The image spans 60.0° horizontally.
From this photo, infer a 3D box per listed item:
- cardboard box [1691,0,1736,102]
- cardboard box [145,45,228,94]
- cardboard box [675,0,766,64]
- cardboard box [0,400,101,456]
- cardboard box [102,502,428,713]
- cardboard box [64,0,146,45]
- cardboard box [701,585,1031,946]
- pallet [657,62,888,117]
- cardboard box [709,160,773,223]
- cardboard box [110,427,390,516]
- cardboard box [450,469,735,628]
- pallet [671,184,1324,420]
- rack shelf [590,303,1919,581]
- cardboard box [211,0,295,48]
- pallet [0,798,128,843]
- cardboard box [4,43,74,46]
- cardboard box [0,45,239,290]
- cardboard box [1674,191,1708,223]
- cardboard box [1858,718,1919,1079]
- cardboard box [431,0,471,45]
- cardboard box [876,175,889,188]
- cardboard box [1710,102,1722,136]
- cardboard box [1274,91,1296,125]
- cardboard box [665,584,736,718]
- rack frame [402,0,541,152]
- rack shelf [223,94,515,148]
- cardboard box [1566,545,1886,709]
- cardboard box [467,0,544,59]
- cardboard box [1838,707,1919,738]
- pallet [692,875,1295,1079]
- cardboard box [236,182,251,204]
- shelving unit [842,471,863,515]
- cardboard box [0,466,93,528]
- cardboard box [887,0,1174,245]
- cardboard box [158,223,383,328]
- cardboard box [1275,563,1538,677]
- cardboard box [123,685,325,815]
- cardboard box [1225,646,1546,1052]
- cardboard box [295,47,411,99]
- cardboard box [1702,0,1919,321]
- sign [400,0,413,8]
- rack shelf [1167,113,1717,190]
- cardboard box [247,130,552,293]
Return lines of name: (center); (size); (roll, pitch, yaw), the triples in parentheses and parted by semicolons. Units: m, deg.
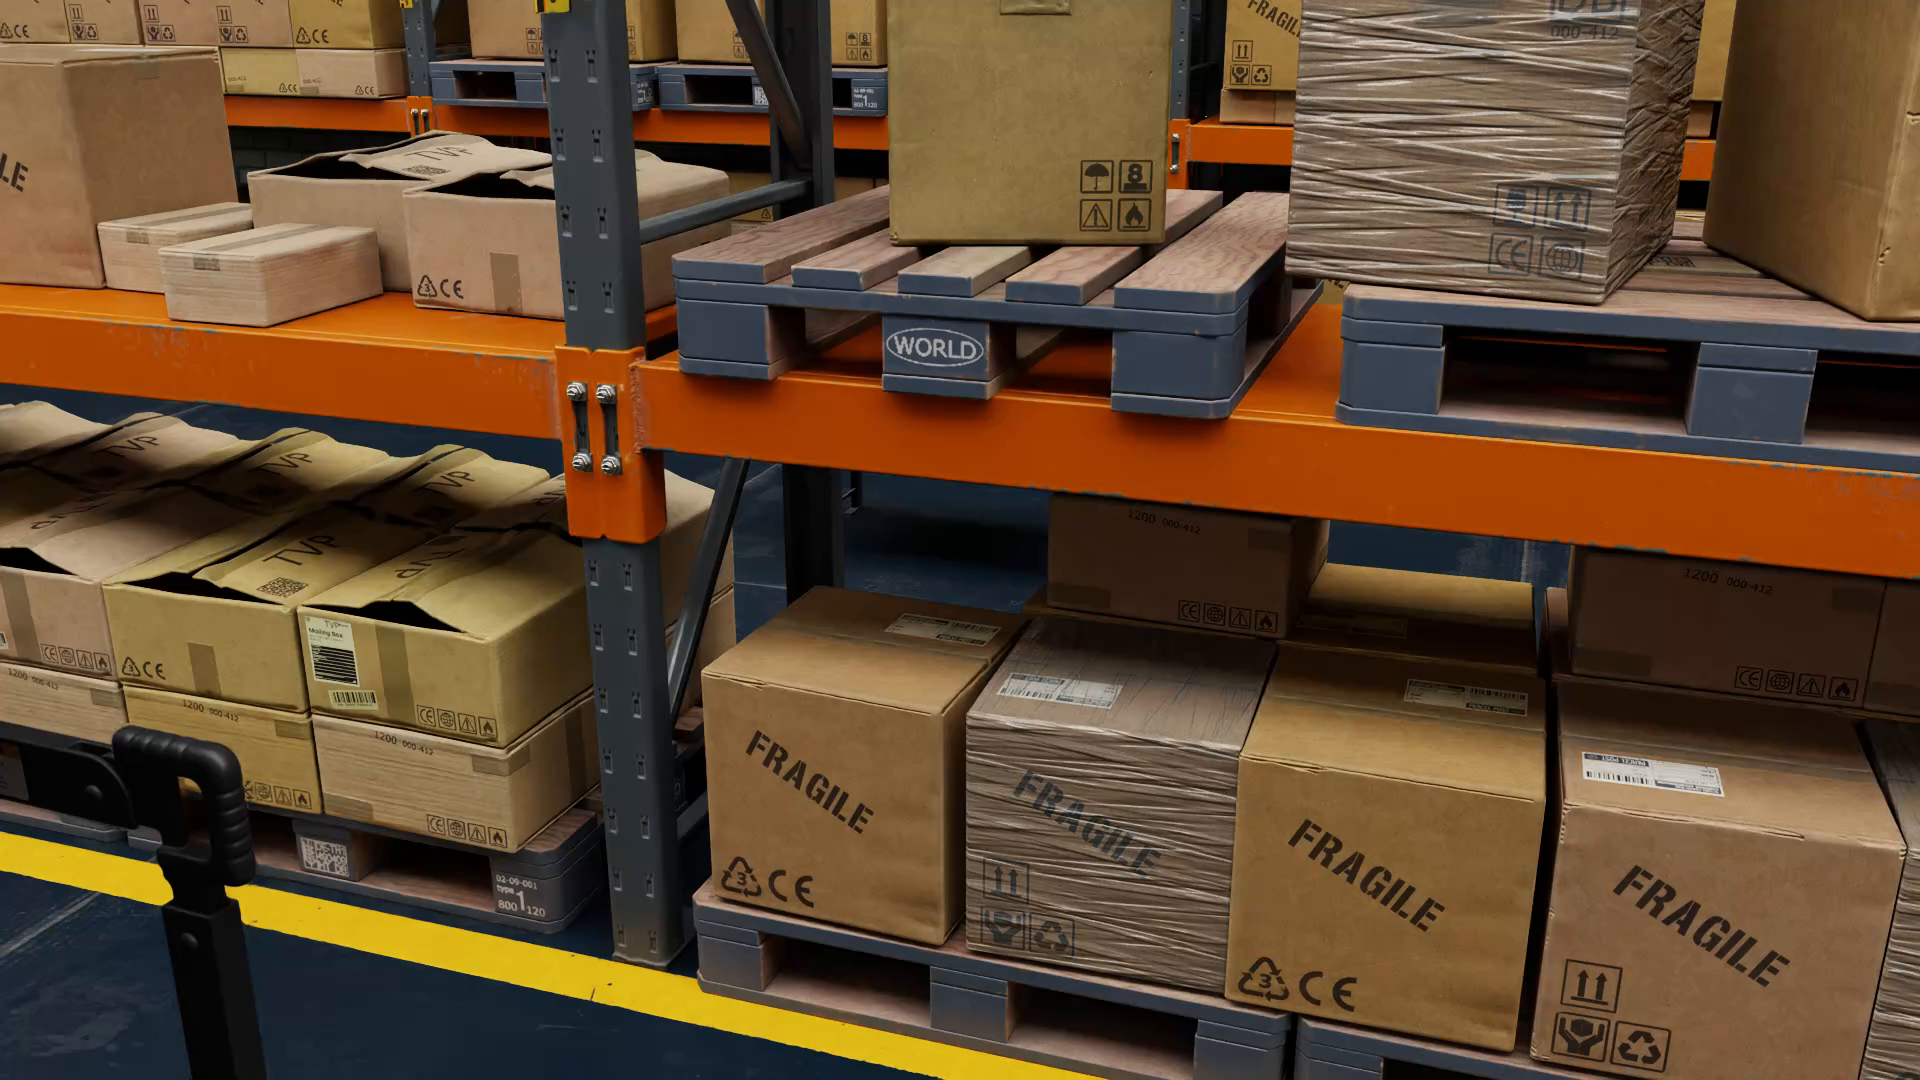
cardboard box: (2.940, -2.112, 6.944); (0.500, 0.500, 0.500); (7, 20, 20)
cardboard box: (-4.162, -2.648, 9.313); (0.500, 0.250, 0.500); (6, 20, 18)
cardboard box: (-1.040, -2.712, 8.478); (0.500, 0.500, 0.700); (10, 21, 26)
cardboard box: (-2.849, -0.207, 4.800); (0.500, 0.311, 0.500); (6, 20, 18)
cardboard box: (-1.580, 0.127, 3.841); (0.500, 0.311, 0.500); (6, 20, 17)
cardboard box: (-4.653, -3.060, 9.356); (0.500, 0.500, 0.500); (7, 20, 20)
cardboard box: (-0.175, 0.437, 3.395); (0.500, 0.500, 0.500); (7, 21, 20)
pallet: (-0.772, -2.325, 8.480); (1.213, 0.211, 1.003); (7, 20, 18)
cardboard box: (-1.057, -1.852, 8.822); (0.500, 0.250, 0.500); (6, 20, 16)
cardboard box: (-1.889, -0.096, 4.483); (0.500, 0.311, 0.500); (6, 20, 17)
cardboard box: (-0.909, 0.014, 4.167); (0.500, 0.311, 0.500); (7, 20, 20)
pallet: (0.152, -0.532, 3.336); (1.003, 0.211, 1.213); (7, 20, 18)
rack shelf: (1.378, -0.118, 2.951); (4.000, 0.370, 1.077); (7, 20, 18)
cardboard box: (-3.689, -2.946, 9.029); (0.500, 0.500, 0.500); (6, 20, 18)
pallet: (-2.425, 0.410, 4.580); (1.213, 0.211, 1.003); (7, 20, 18)
cardboard box: (-5.115, -2.757, 9.626); (0.500, 0.250, 0.500); (6, 20, 17)
cardboard box: (-2.101, -0.897, 3.941); (0.500, 0.500, 0.500); (5, 20, 15)
cardboard box: (3.392, -1.090, 7.275); (0.750, 0.750, 0.750); (7, 20, 20)
cardboard box: (1.769, 0.656, 2.765); (0.500, 0.500, 0.500); (7, 20, 19)
cardboard box: (-3.043, -3.055, 9.341); (0.500, 0.500, 0.500); (6, 20, 17)
cardboard box: (-0.104, -1.738, 8.496); (0.500, 0.250, 0.500); (7, 20, 19)
cardboard box: (3.292, -1.772, 6.955); (0.250, 0.149, 0.380); (6, 20, 17)
cardboard box: (1.581, -1.968, 7.515); (0.250, 0.149, 0.380); (7, 20, 19)
cardboard box: (-0.909, 0.278, 4.260); (0.500, 0.250, 0.500); (6, 20, 18)
rack frame: (-2.667, -2.646, 9.111); (0.127, 3.000, 1.000); (7, 20, 18)
rack shelf: (-4.557, -2.523, 9.849); (4.000, 0.370, 1.077); (7, 20, 18)
cardboard box: (1.472, 0.087, 3.260); (0.500, 0.250, 0.500); (6, 20, 17)
cardboard box: (-2.198, -2.836, 8.834); (0.500, 0.500, 0.700); (7, 20, 18)
cardboard box: (1.913, 0.492, 3.236); (0.500, 0.500, 0.500); (7, 20, 19)
pallet: (0.182, 0.735, 3.646); (1.213, 0.211, 1.003); (7, 20, 18)
cardboard box: (-4.607, -1.847, 9.946); (0.500, 0.500, 0.700); (5, 20, 15)
shelving unit: (0.006, -0.530, 5.889); (1.048, 1.125, 0.538); (7, 20, 18)
cardboard box: (-2.528, 0.017, 4.157); (0.500, 0.311, 0.500); (7, 20, 20)
cardboard box: (0.121, -0.886, 3.272); (0.500, 0.500, 0.700); (0, 19, 0)
cardboard box: (-1.451, -0.566, 3.526); (0.250, 0.149, 0.380); (7, 20, 18)
cardboard box: (0.938, 0.383, 3.550); (0.500, 0.500, 0.500); (6, 20, 16)
cardboard box: (-1.576, 0.391, 3.937); (0.500, 0.250, 0.500); (6, 20, 17)
cardboard box: (0.794, 0.547, 3.078); (0.500, 0.500, 0.500); (6, 20, 17)
cardboard box: (-3.214, -2.542, 9.009); (0.500, 0.250, 0.500); (7, 20, 18)
cardboard box: (1.578, -0.659, 2.619); (0.500, 0.500, 0.700); (1, 19, 4)
sign: (-2.838, -2.886, 8.482); (0.005, 0.325, 0.100); (7, 20, 18)
rack shelf: (3.000, -1.659, 7.370); (4.000, 0.370, 1.077); (7, 20, 18)
cardboard box: (-1.292, -0.788, 3.917); (0.500, 0.311, 0.500); (6, 20, 17)
